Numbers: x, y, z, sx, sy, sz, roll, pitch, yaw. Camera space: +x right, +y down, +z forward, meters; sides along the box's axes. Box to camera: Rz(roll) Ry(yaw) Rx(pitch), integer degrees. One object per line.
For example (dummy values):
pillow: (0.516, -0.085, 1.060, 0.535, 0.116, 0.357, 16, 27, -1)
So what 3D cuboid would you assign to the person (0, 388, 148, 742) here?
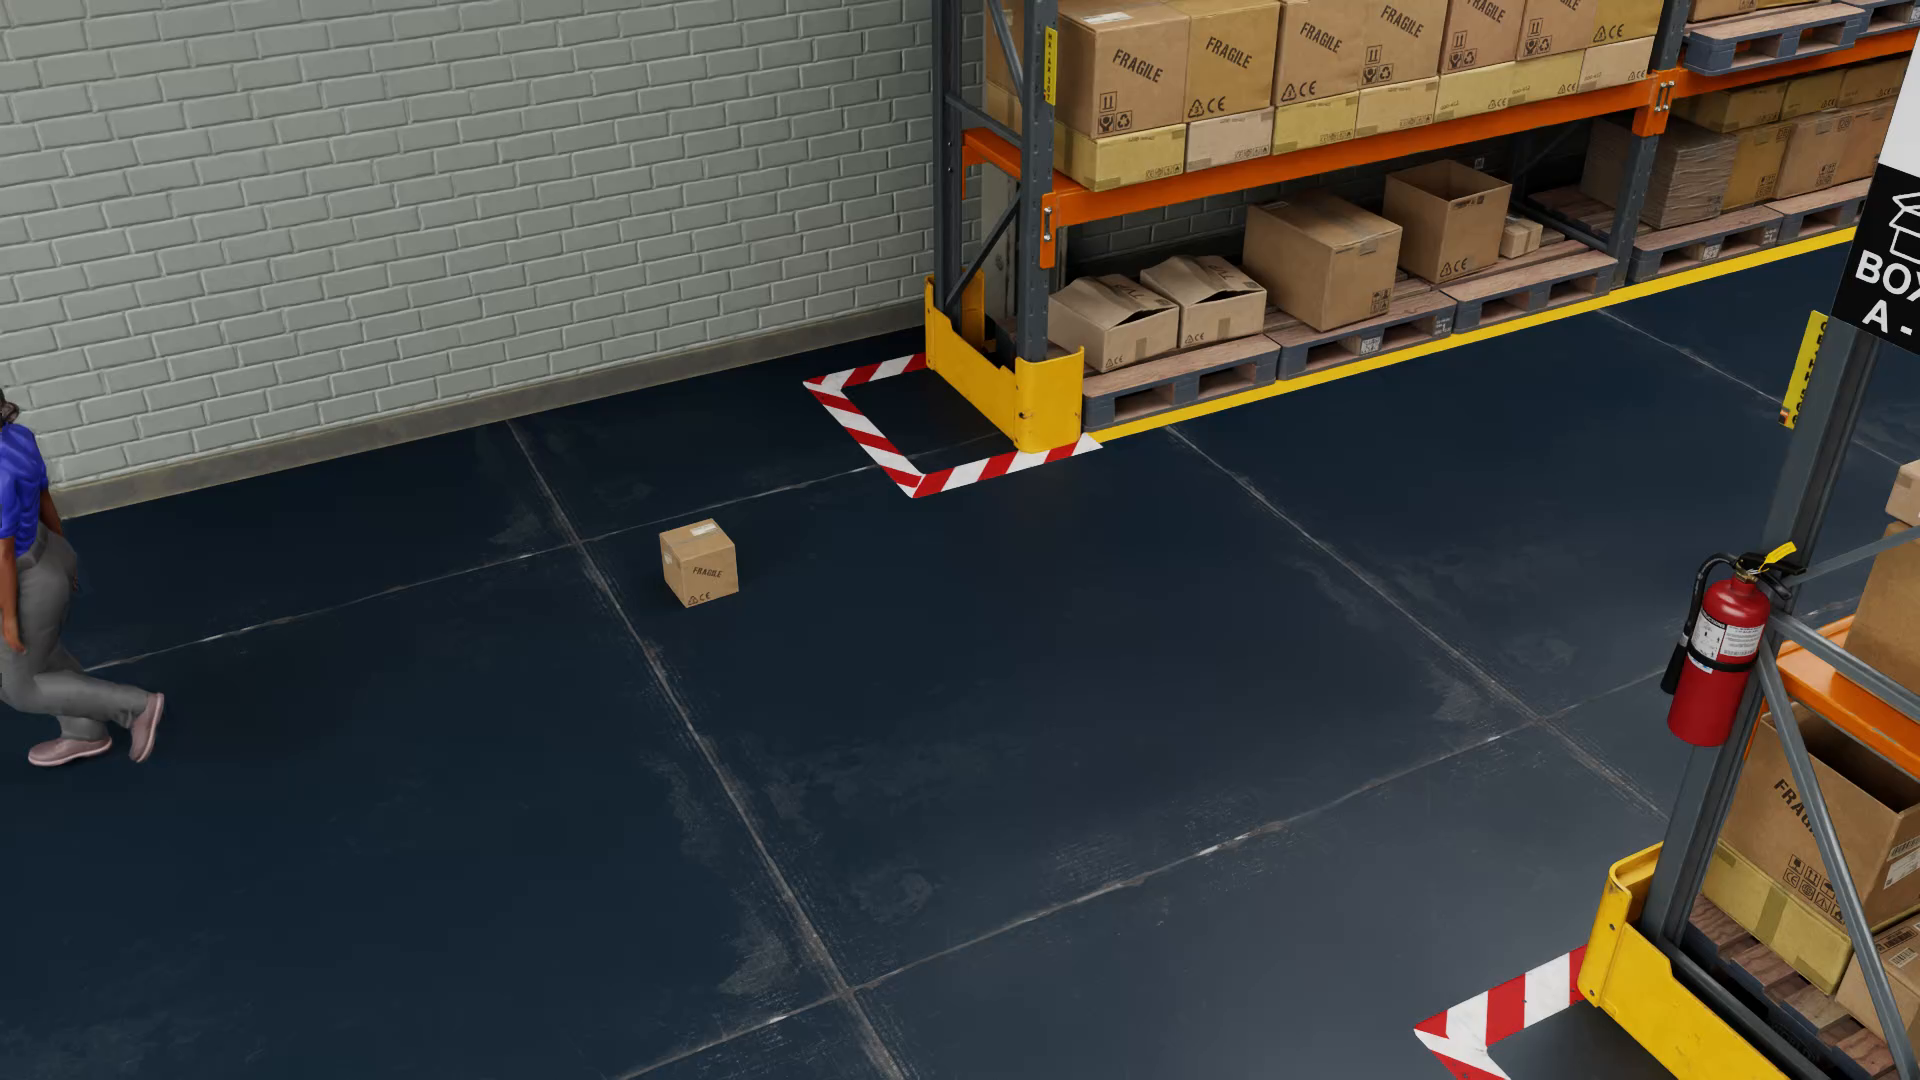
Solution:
person: (-3.243, 0.112, 5.866, 0.457, 1.576, 0.460, -9, 34, -13)
